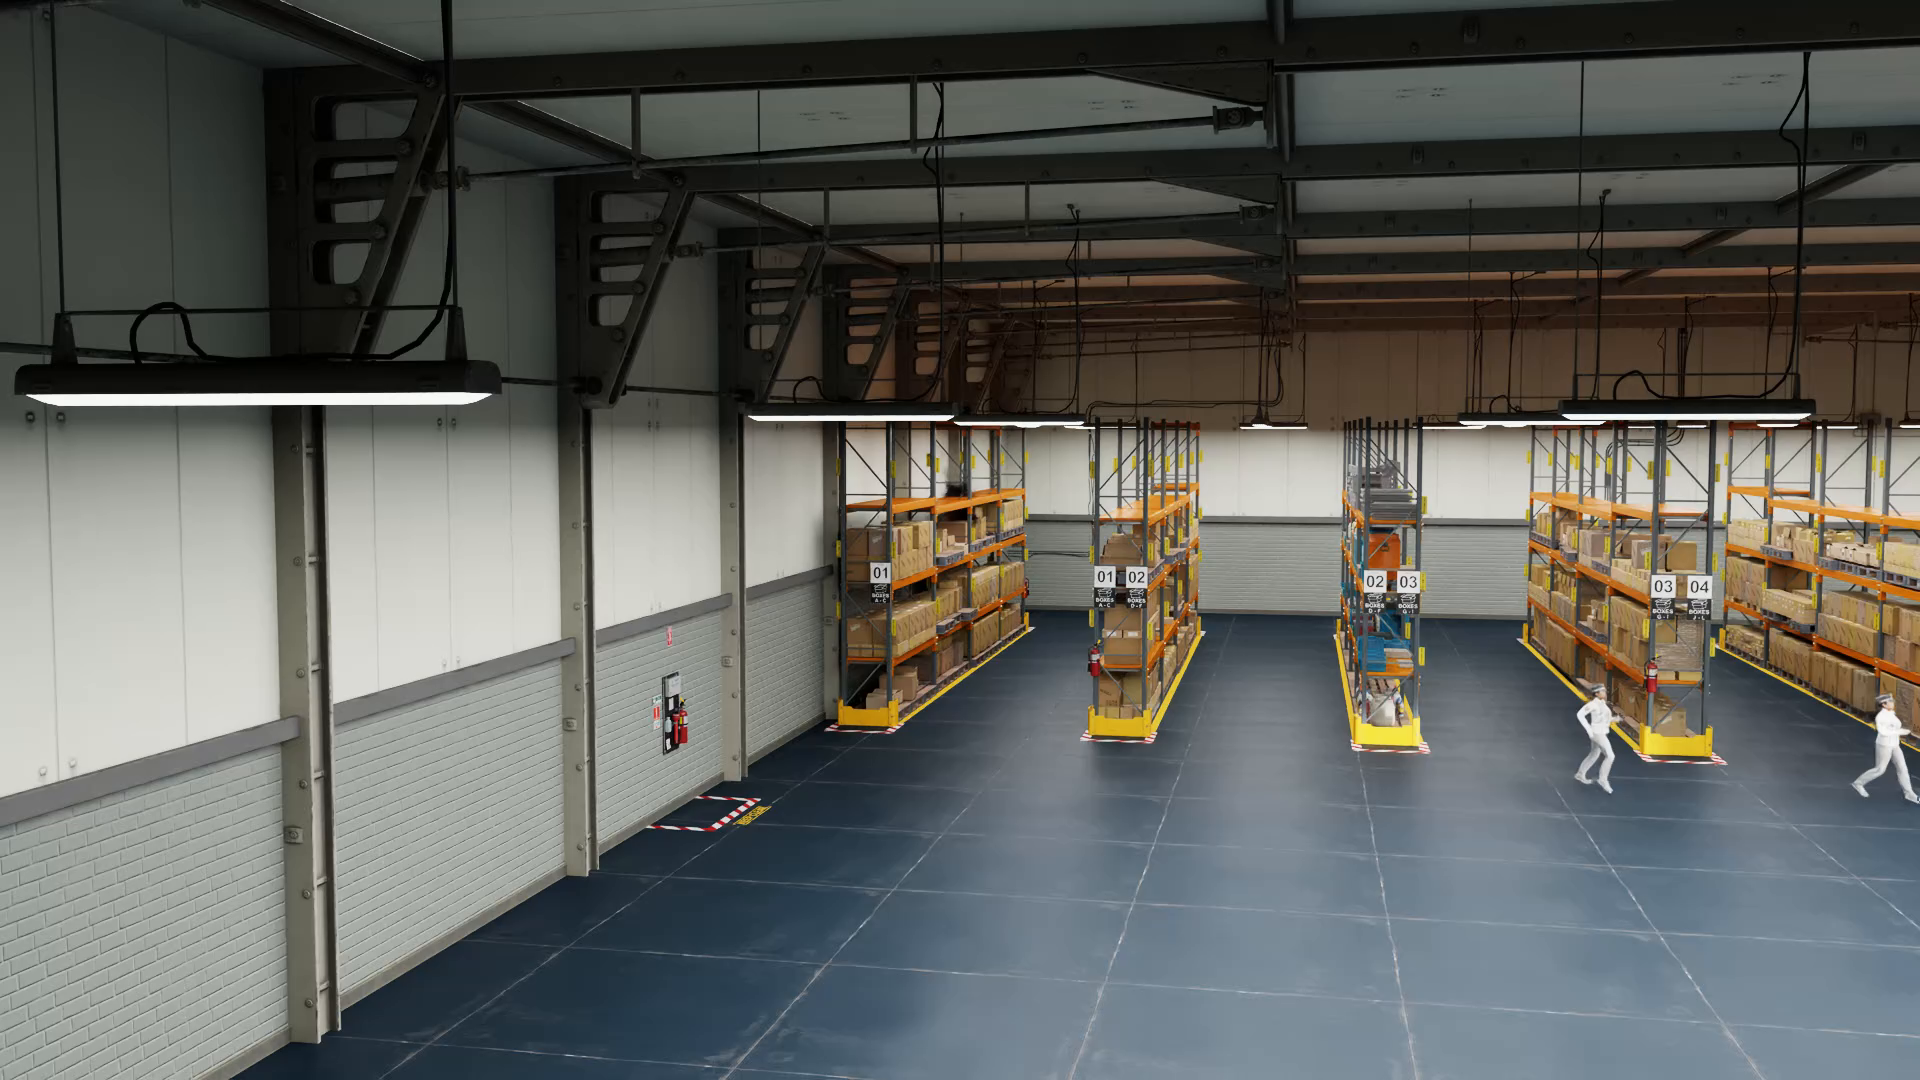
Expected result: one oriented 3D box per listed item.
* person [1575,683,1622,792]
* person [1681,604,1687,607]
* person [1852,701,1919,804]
[{"bbox_3d":[10.205,3.153,26.605,0.724,1.752,0.496,3,5,36],"label":"person"},{"bbox_3d":[18.752,2.072,42.795,0.642,1.854,0.808,1,4,17],"label":"person"},{"bbox_3d":[14.377,3.210,25.700,0.624,1.625,0.997,-3,5,-39],"label":"person"}]
